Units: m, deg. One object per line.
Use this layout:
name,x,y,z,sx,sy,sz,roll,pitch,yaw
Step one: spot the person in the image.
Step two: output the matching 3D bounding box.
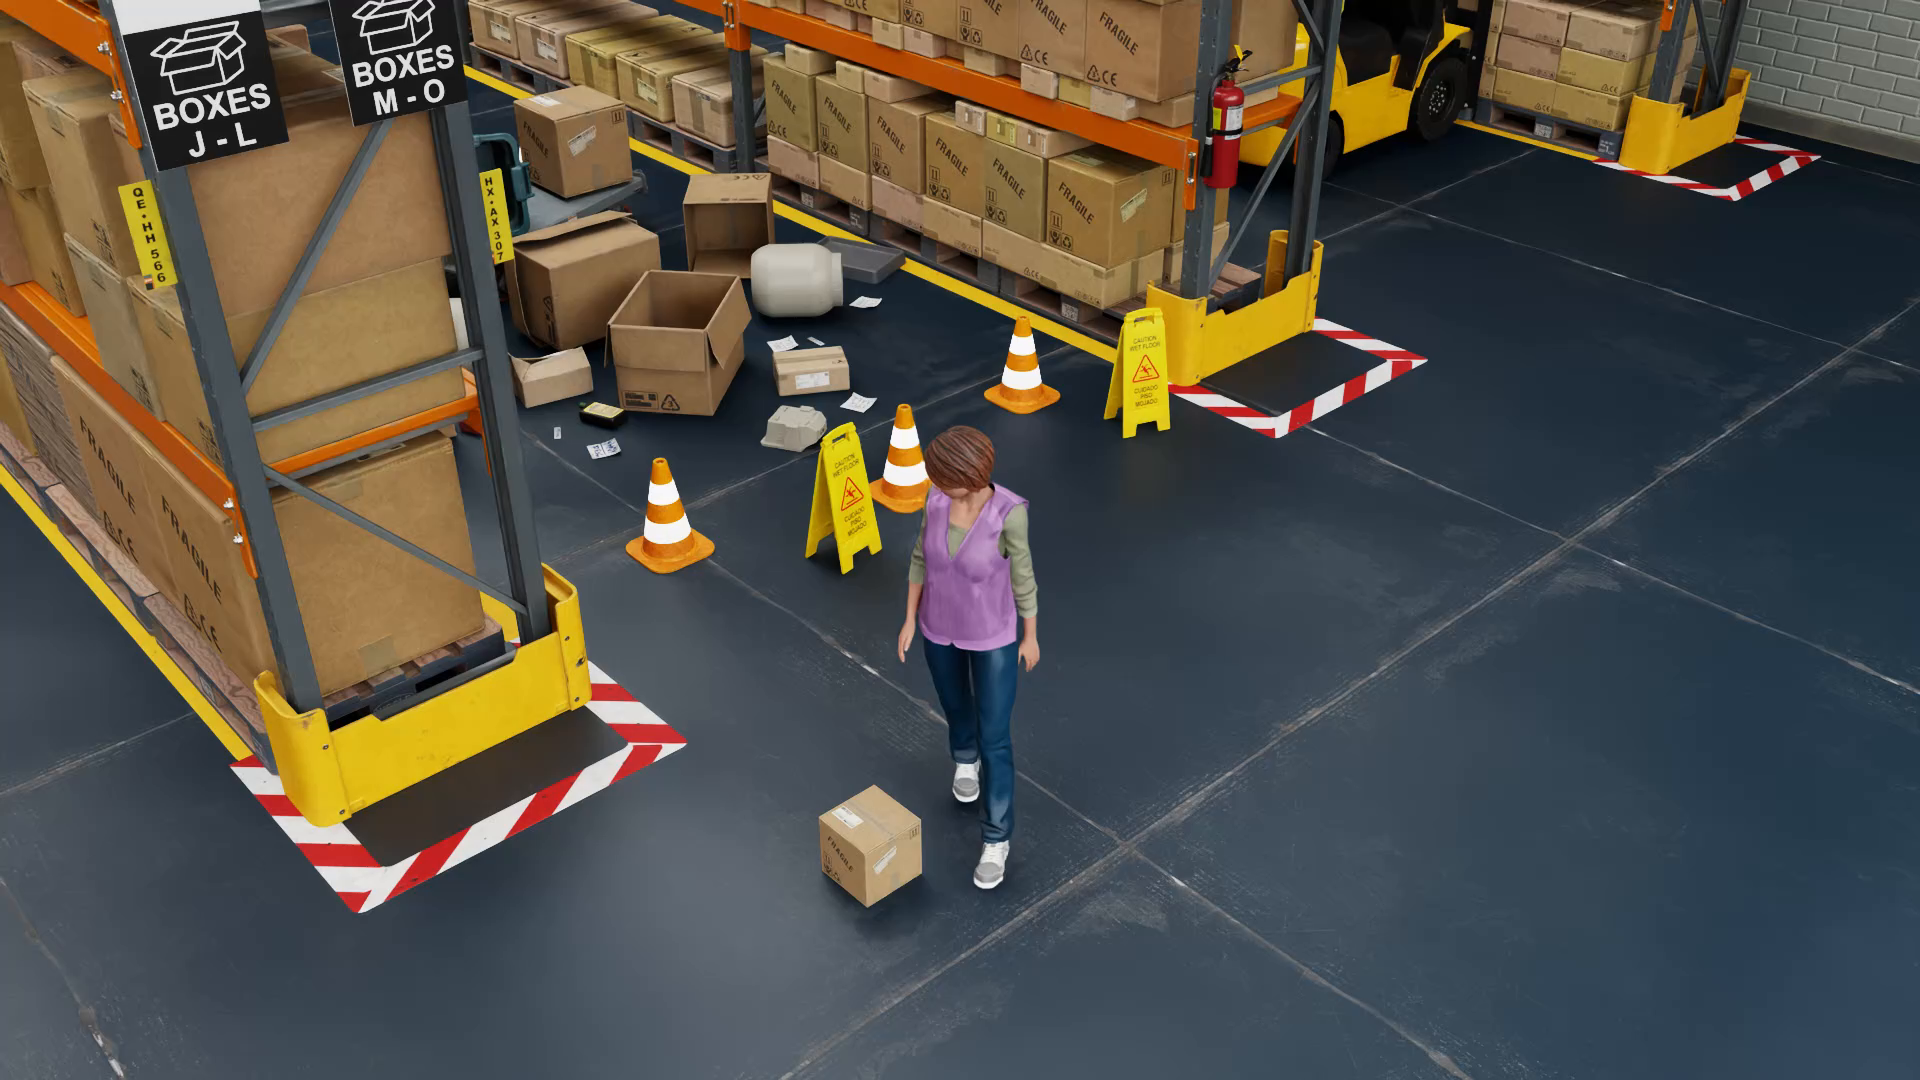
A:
person,0.047,0.377,5.692,0.473,1.294,0.528,14,35,22
